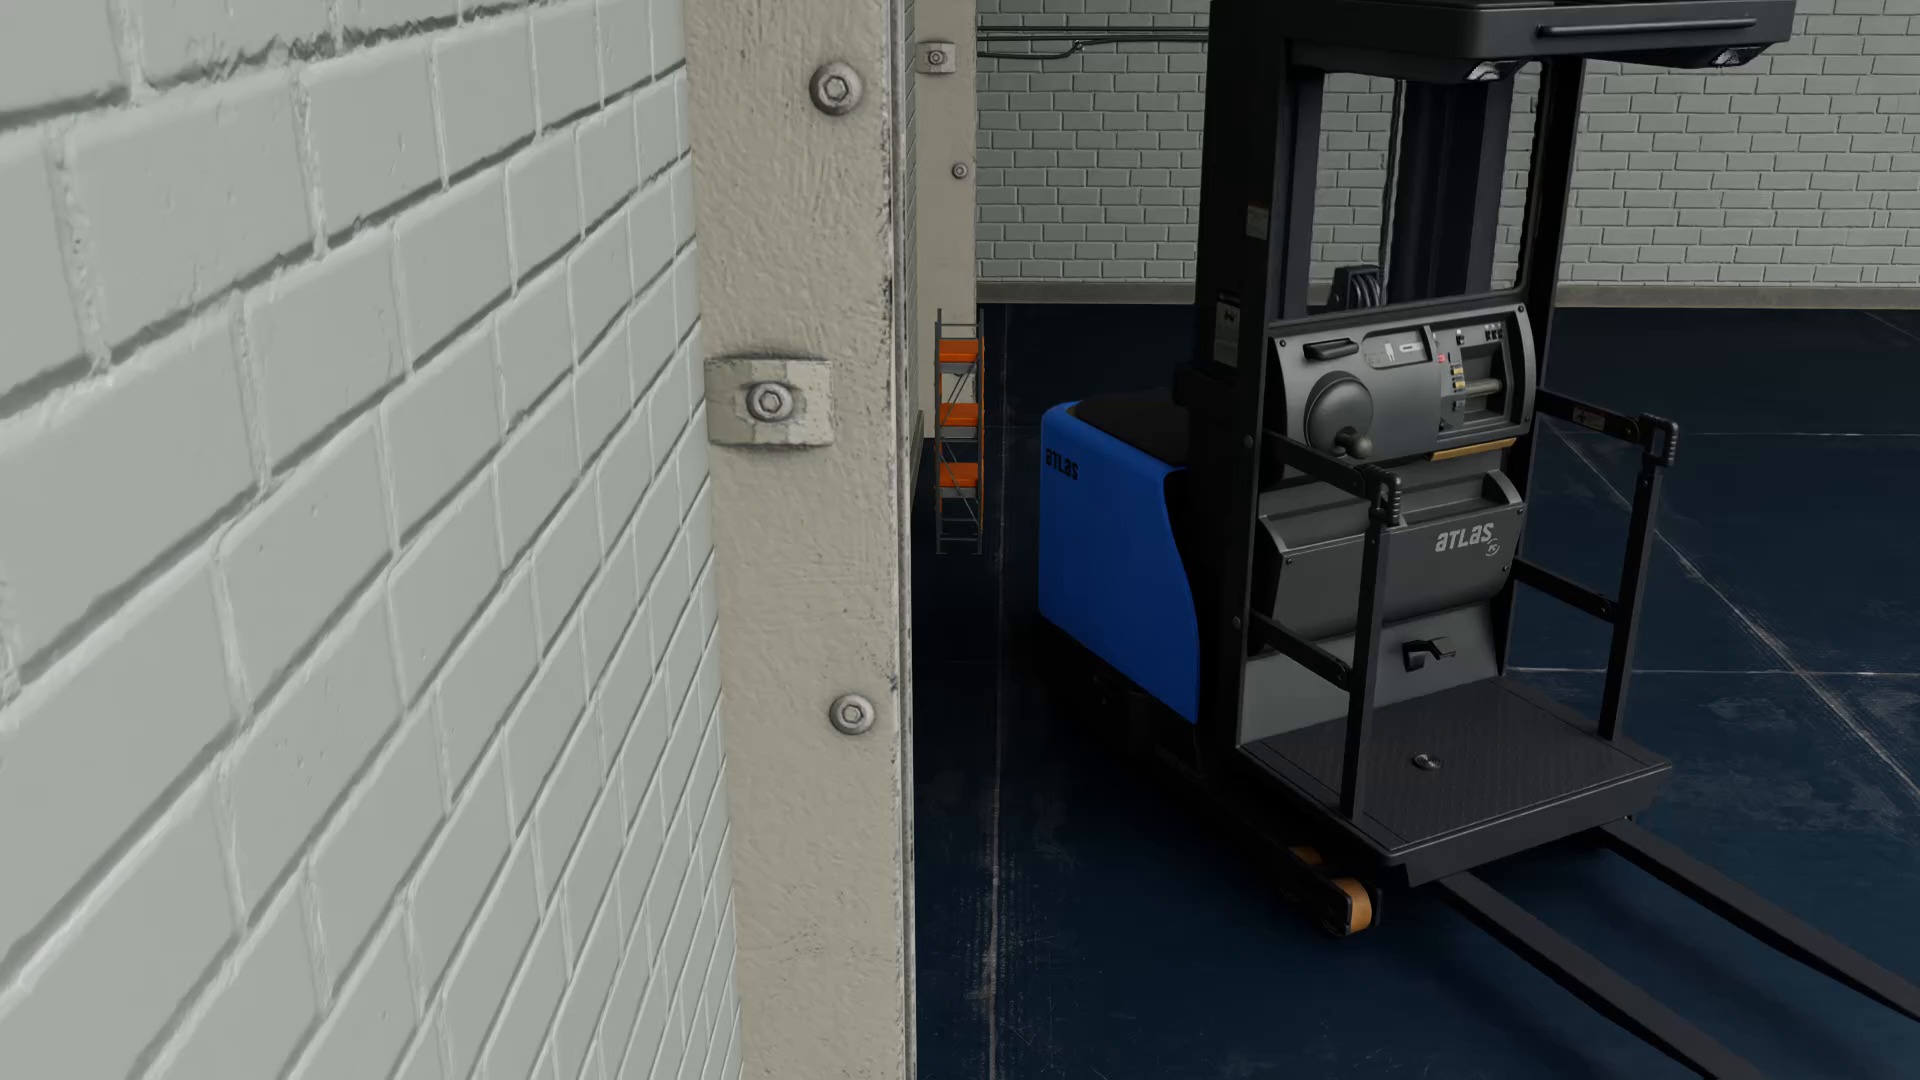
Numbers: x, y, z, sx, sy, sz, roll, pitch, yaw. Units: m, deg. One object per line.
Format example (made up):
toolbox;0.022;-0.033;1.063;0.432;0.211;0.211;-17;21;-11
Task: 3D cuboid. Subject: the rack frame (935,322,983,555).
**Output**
rack frame;-0.005;-0.426;7.175;0.200;1.050;0.008;1;21;2

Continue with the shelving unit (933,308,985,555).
shelving unit;-0.002;-0.470;7.289;0.215;1.050;0.252;1;21;2

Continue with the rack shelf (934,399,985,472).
rack shelf;-0.002;-0.460;7.293;0.215;0.259;0.240;1;21;2

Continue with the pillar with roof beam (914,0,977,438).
pillar with roof beam;4.231;-4.771;7.384;9.100;9.000;0.400;1;21;2

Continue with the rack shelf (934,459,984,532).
rack shelf;-0.002;-0.201;7.394;0.215;0.259;0.240;1;21;2

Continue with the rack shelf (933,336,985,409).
rack shelf;-0.002;-0.725;7.190;0.215;0.259;0.240;1;21;2

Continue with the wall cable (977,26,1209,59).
wall cable;1.339;-4.421;10.776;3.097;2.526;0.112;1;21;2

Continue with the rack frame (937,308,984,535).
rack frame;0.002;-0.514;7.403;0.200;1.050;0.008;1;21;2

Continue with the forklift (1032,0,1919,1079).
forklift;1.391;-0.440;4.612;1.130;2.935;3.031;-11;24;-25
